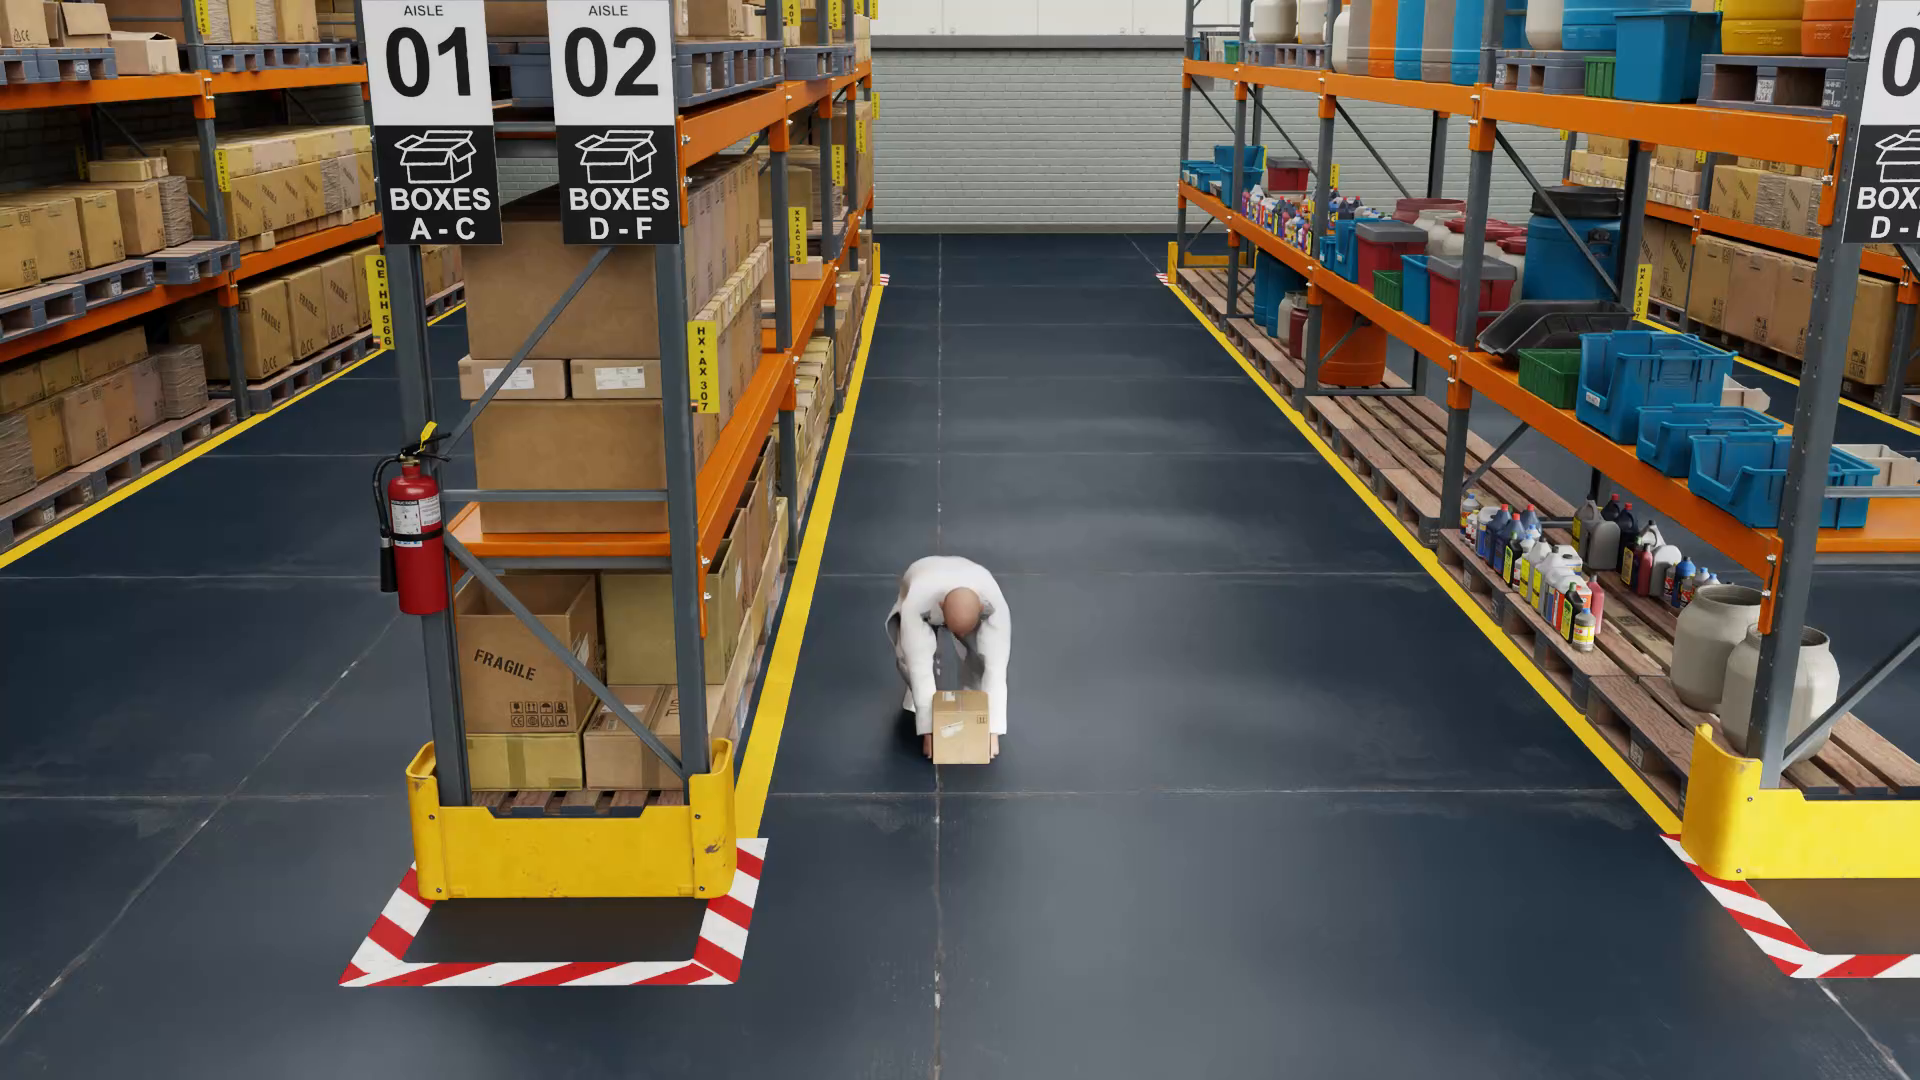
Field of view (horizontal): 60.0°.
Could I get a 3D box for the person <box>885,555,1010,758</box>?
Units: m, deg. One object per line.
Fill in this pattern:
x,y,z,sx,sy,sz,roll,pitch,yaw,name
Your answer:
-0.060,0.497,7.747,0.577,0.796,1.021,-1,17,-2,person
